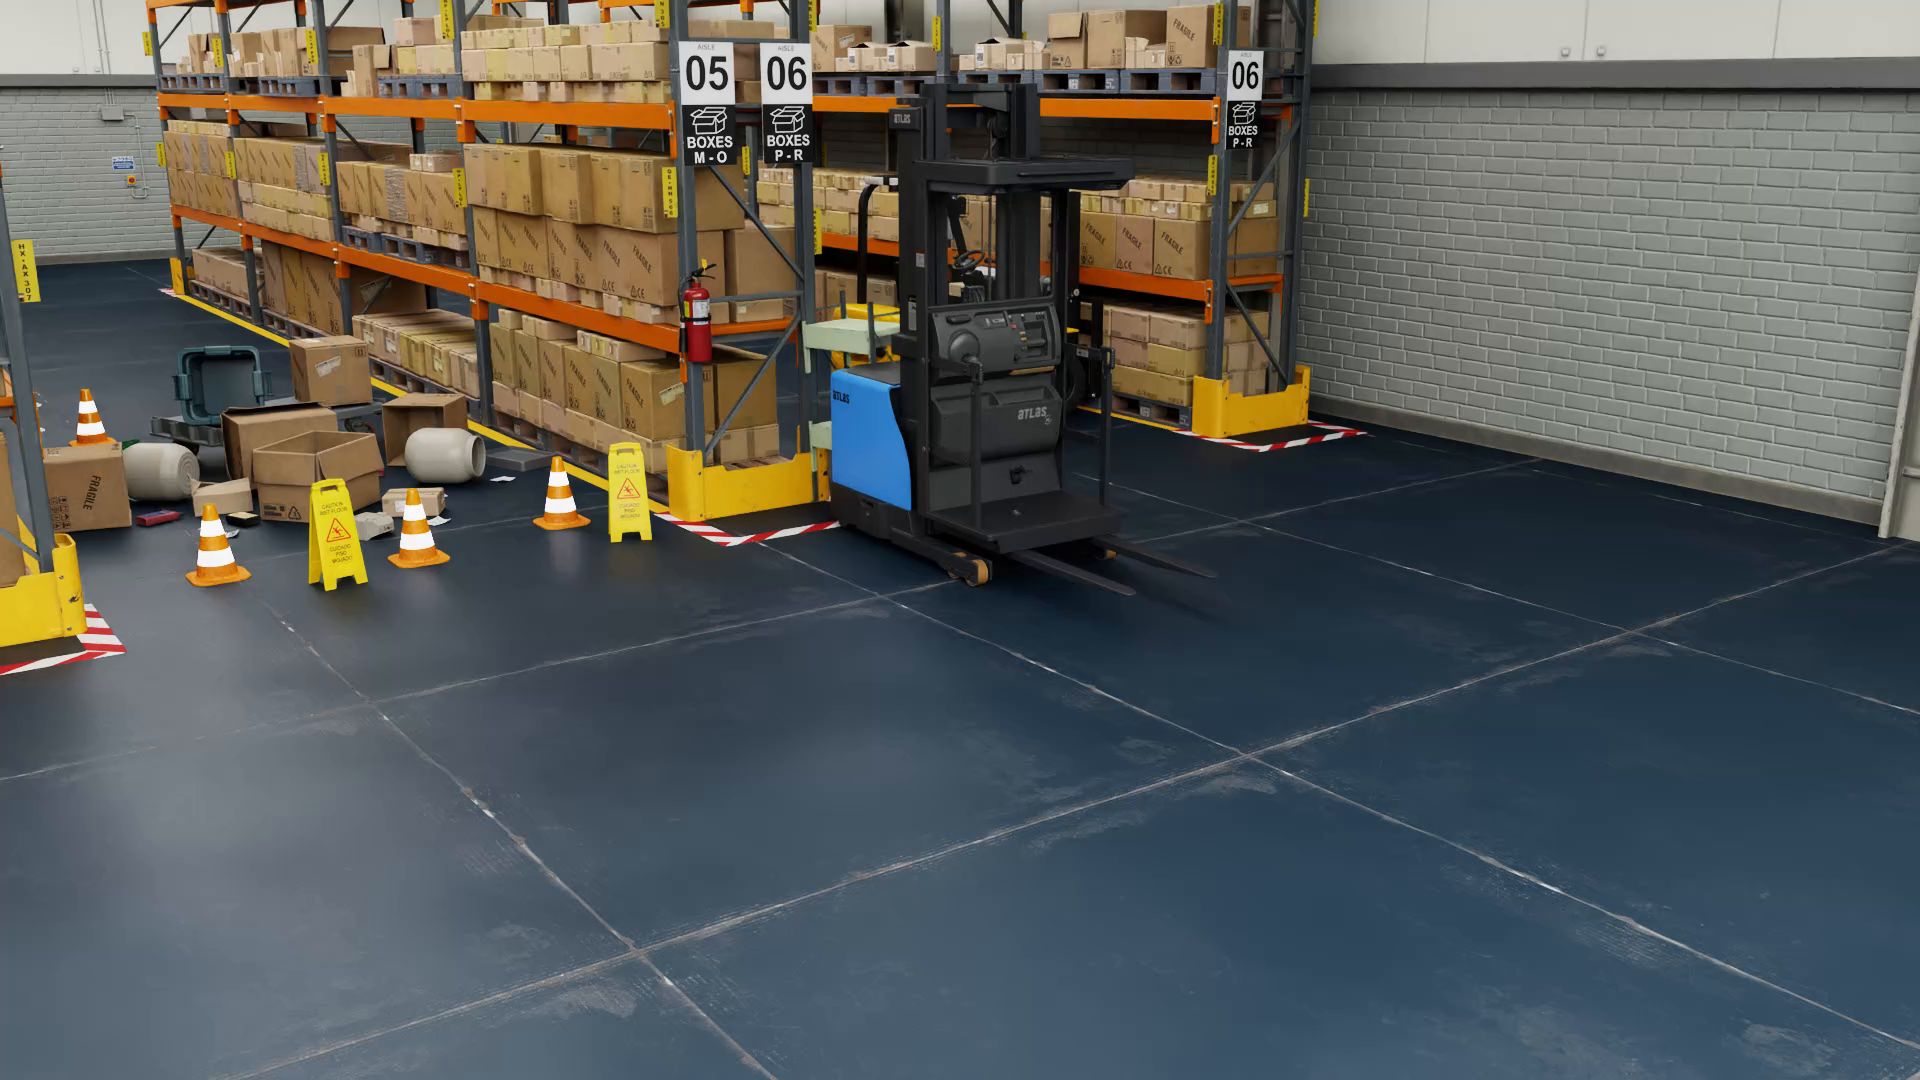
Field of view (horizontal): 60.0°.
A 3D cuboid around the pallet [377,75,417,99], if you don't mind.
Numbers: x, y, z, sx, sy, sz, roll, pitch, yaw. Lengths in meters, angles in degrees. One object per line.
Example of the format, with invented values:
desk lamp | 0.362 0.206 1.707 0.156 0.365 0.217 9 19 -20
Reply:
pallet | -4.701 -4.254 15.612 1.213 0.211 1.003 -11 19 -35

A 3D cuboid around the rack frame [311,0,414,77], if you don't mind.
rack frame | -6.164 -6.277 16.962 1.000 3.000 0.127 -11 19 -35

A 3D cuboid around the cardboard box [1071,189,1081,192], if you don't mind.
cardboard box | 1.265 -3.321 15.546 0.380 0.149 0.250 -11 19 -34

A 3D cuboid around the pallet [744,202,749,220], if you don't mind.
pallet | -2.606 -4.195 21.086 1.213 0.211 1.003 -11 19 -35

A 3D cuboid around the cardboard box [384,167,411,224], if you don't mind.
cardboard box | -5.169 -3.315 15.956 0.500 0.500 0.500 -12 19 -37

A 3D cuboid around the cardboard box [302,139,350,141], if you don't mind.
cardboard box | -7.457 -4.490 19.717 0.500 0.500 0.500 -10 18 -33

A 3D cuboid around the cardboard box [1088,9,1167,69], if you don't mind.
cardboard box | 1.574 -4.483 14.916 0.700 0.500 0.500 -11 19 -34

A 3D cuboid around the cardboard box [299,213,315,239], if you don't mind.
cardboard box | -6.984 -3.485 18.411 0.500 0.250 0.500 -10 18 -34

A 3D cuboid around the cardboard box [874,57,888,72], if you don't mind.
cardboard box | -0.691 -5.064 17.706 0.380 0.149 0.250 -11 19 -35

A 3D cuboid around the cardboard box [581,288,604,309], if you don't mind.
cardboard box | -2.661 -1.862 12.674 0.380 0.149 0.250 -11 19 -35

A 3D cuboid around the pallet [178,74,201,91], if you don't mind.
pallet | -9.701 -6.078 22.086 1.003 0.211 1.213 -11 19 -35

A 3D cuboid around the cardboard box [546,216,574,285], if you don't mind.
cardboard box | -2.866 -2.266 12.919 0.500 0.500 0.500 -11 19 -34

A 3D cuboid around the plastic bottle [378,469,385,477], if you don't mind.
plastic bottle | -4.570 -0.545 12.951 0.133 0.061 0.283 -7 17 -25

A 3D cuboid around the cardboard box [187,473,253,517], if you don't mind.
cardboard box | -5.256 -0.339 11.812 0.396 0.266 0.258 -7 17 -25

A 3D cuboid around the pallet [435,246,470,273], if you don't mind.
pallet | -4.143 -2.622 15.337 1.003 0.211 1.213 -11 19 -35

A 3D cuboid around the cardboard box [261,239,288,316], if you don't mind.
cardboard box | -8.086 -3.295 20.662 0.875 0.875 0.875 -10 18 -33

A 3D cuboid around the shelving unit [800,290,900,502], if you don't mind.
shelving unit | -0.694 -0.975 11.763 0.431 1.500 0.755 -16 20 -41

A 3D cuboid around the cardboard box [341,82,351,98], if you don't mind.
cardboard box | -6.116 -4.615 17.049 0.380 0.149 0.250 -11 19 -35

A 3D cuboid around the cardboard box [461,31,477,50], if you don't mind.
cardboard box | -3.890 -4.121 13.734 0.380 0.149 0.250 -11 19 -36

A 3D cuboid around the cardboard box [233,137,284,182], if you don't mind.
cardboard box | -8.489 -4.629 20.223 0.500 0.500 0.500 -11 19 -34

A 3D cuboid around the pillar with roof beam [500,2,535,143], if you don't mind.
pillar with roof beam | -11.193 -8.803 26.195 9.100 9.000 0.400 -11 19 -35

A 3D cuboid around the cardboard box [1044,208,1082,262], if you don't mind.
cardboard box | 1.148 -2.886 15.748 0.500 0.500 0.500 -11 19 -34

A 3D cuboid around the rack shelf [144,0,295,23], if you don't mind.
rack shelf | -9.691 -7.018 21.791 1.077 0.370 4.000 -11 19 -35

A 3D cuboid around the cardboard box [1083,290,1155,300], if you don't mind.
cardboard box | 1.546 -2.262 16.176 0.500 0.250 0.500 -11 19 -36

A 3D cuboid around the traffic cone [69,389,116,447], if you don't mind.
traffic cone | -7.323 -1.036 13.985 0.336 0.463 0.334 -11 19 -35

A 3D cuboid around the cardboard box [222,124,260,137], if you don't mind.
cardboard box | -8.954 -5.097 20.704 0.380 0.149 0.250 -11 19 -36

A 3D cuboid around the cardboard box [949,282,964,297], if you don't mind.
cardboard box | 0.232 -2.507 17.071 0.500 0.250 0.500 -11 19 -35

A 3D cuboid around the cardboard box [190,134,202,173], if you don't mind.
cardboard box | -9.903 -5.151 22.129 0.500 0.500 0.500 -11 19 -34

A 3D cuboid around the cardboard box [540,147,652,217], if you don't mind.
cardboard box | -2.792 -2.754 12.809 0.700 0.500 0.500 -11 19 -35

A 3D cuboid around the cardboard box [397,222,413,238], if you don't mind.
cardboard box | -5.212 -3.013 16.084 0.380 0.149 0.250 -10 18 -33

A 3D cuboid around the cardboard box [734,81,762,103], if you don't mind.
cardboard box | -1.392 -3.121 11.593 0.380 0.149 0.250 -11 19 -34

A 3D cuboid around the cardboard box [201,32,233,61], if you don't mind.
cardboard box | -9.334 -6.267 21.431 0.797 0.503 0.637 -9 18 -30

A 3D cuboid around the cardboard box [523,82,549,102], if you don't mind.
cardboard box | -3.140 -3.461 12.833 0.380 0.149 0.250 -11 19 -36

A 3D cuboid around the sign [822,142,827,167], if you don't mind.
sign | -1.704 -4.799 20.736 0.100 0.325 0.005 -11 19 -35

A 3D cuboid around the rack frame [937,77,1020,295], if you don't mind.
rack frame | 0.201 -3.300 17.451 1.000 3.000 0.127 -11 19 -35

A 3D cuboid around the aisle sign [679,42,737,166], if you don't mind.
aisle sign | -1.658 -2.870 10.957 0.394 0.787 0.004 -11 19 -35

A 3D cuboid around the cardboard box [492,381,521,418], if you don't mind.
cardboard box | -3.683 -1.237 14.327 0.500 0.250 0.500 -12 19 -37

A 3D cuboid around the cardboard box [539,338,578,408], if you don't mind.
cardboard box | -3.055 -1.375 13.412 0.500 0.500 0.500 -10 18 -32

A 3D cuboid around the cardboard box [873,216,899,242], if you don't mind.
cardboard box | -0.607 -3.401 18.105 0.500 0.250 0.500 -11 19 -35

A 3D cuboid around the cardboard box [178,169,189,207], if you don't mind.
cardboard box | -10.497 -4.889 23.066 0.500 0.500 0.500 -11 19 -35

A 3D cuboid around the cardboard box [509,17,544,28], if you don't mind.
cardboard box | -4.132 -4.639 15.202 0.500 0.250 0.500 -11 19 -36

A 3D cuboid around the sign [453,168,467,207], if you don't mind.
sign | -4.258 -3.000 14.163 0.100 0.325 0.005 -11 19 -35

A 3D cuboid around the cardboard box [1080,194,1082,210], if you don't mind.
cardboard box | 1.275 -3.175 15.576 0.380 0.149 0.250 -11 19 -35

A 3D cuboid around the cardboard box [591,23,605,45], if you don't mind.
cardboard box | -2.428 -3.639 11.975 0.380 0.149 0.250 -11 19 -35

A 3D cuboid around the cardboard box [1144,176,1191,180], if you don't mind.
cardboard box | 1.927 -3.278 15.390 0.380 0.149 0.250 -10 18 -33

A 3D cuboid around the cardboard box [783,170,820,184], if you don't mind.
cardboard box | -1.872 -4.294 19.664 0.380 0.149 0.250 -10 18 -33

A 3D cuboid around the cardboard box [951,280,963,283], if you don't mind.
cardboard box | -0.115 -2.467 18.110 0.875 0.625 0.625 -10 18 -32

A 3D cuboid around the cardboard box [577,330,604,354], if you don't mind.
cardboard box | -2.711 -1.535 12.766 0.380 0.149 0.250 -10 18 -32

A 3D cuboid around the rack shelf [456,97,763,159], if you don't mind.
rack shelf | -2.636 -3.202 12.772 1.077 0.370 4.000 -11 19 -35

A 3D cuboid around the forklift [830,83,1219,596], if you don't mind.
forklift | 0.353 -1.276 10.187 1.130 2.935 3.031 -10 18 -33

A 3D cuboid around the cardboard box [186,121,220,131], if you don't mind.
cardboard box | -10.244 -5.596 22.529 0.380 0.149 0.250 -11 19 -34

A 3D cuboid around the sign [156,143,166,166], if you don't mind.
sign | -11.320 -5.462 23.561 0.100 0.325 0.005 -11 19 -35
